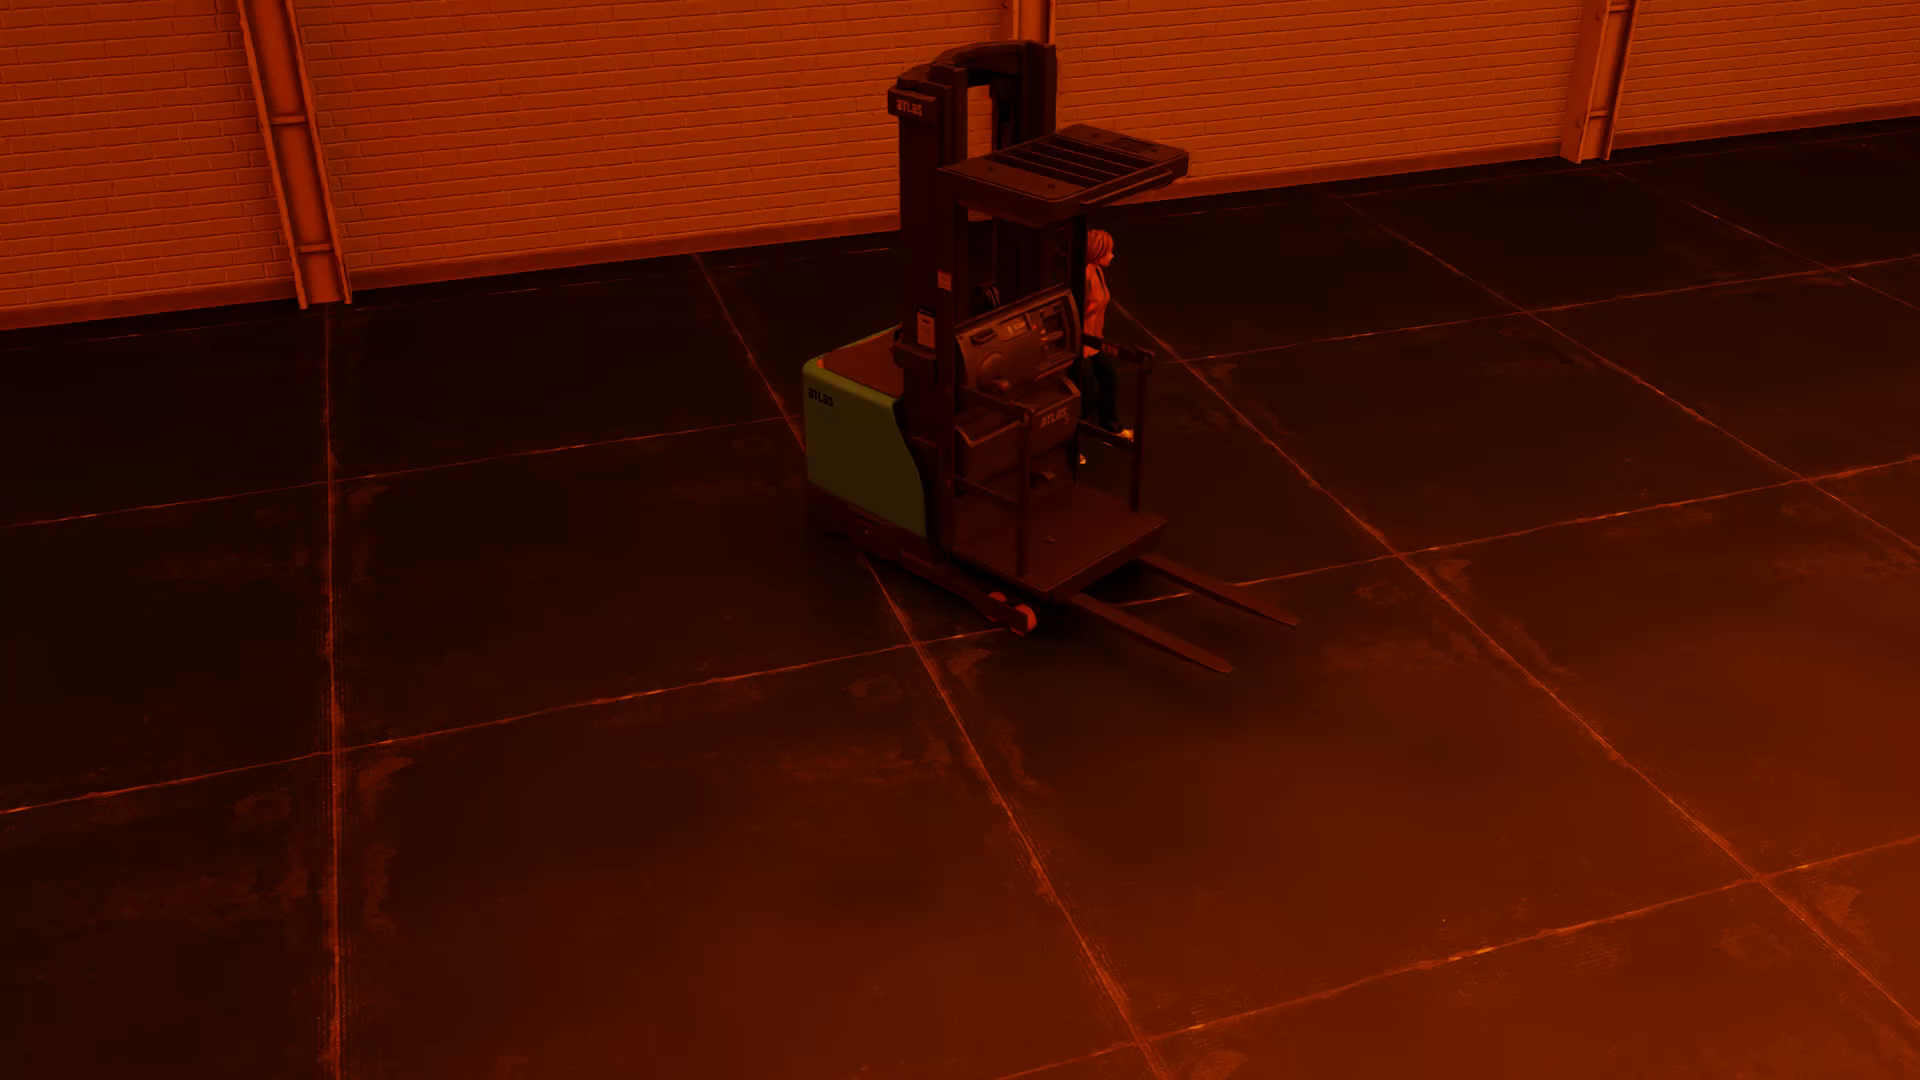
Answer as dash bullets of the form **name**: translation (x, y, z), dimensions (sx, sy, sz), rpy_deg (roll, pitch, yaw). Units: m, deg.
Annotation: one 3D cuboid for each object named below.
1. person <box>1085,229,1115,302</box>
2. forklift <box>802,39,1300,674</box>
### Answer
- **person**: translation (0.790, -1.507, 10.437), dimensions (0.312, 0.867, 0.704), rpy_deg (9, 31, 16)
- **forklift**: translation (0.479, -1.044, 8.901), dimensions (3.031, 2.935, 1.130), rpy_deg (25, 38, 37)
